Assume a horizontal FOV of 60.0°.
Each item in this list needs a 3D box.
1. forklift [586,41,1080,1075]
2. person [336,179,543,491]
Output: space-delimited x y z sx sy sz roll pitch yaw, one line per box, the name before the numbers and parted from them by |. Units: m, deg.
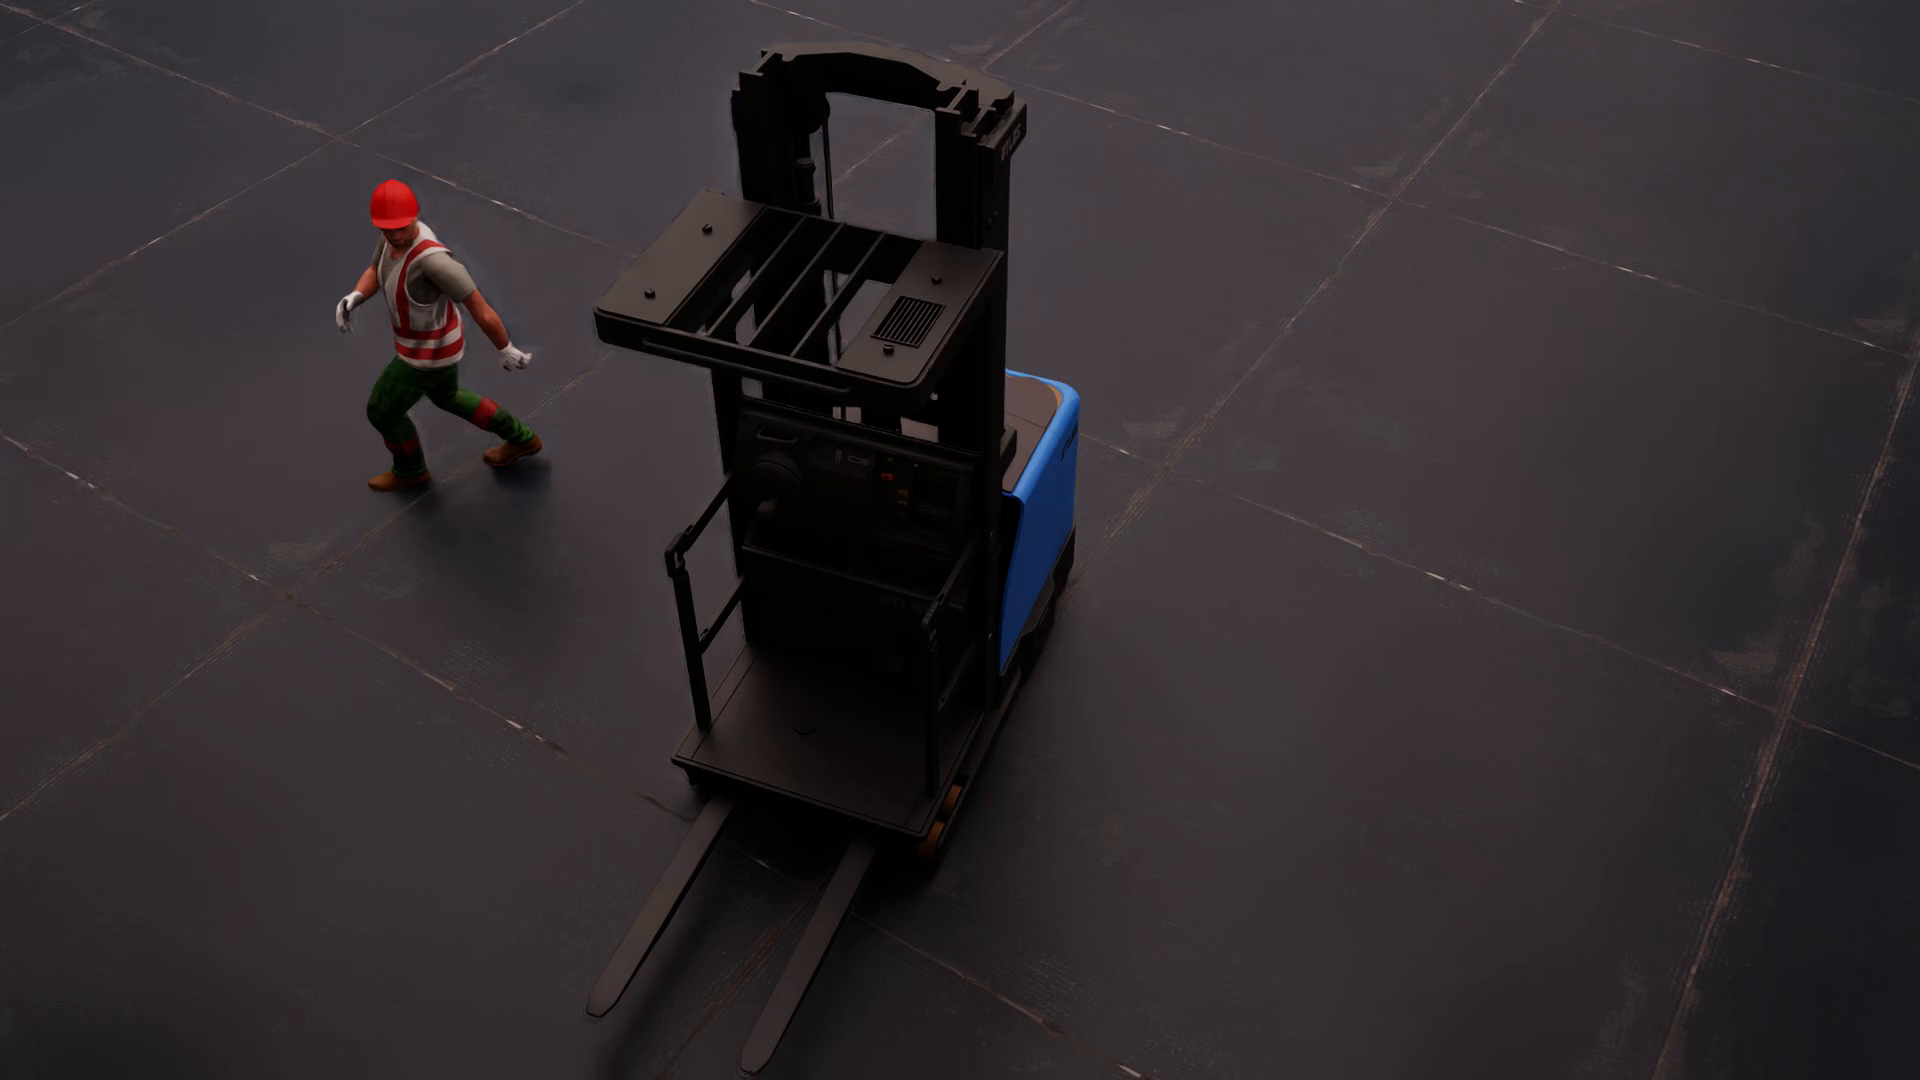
forklift | -0.472 -0.118 5.973 1.130 2.935 3.031 15 45 15
person | -2.478 -0.927 7.749 0.936 1.700 0.569 -9 44 -9
